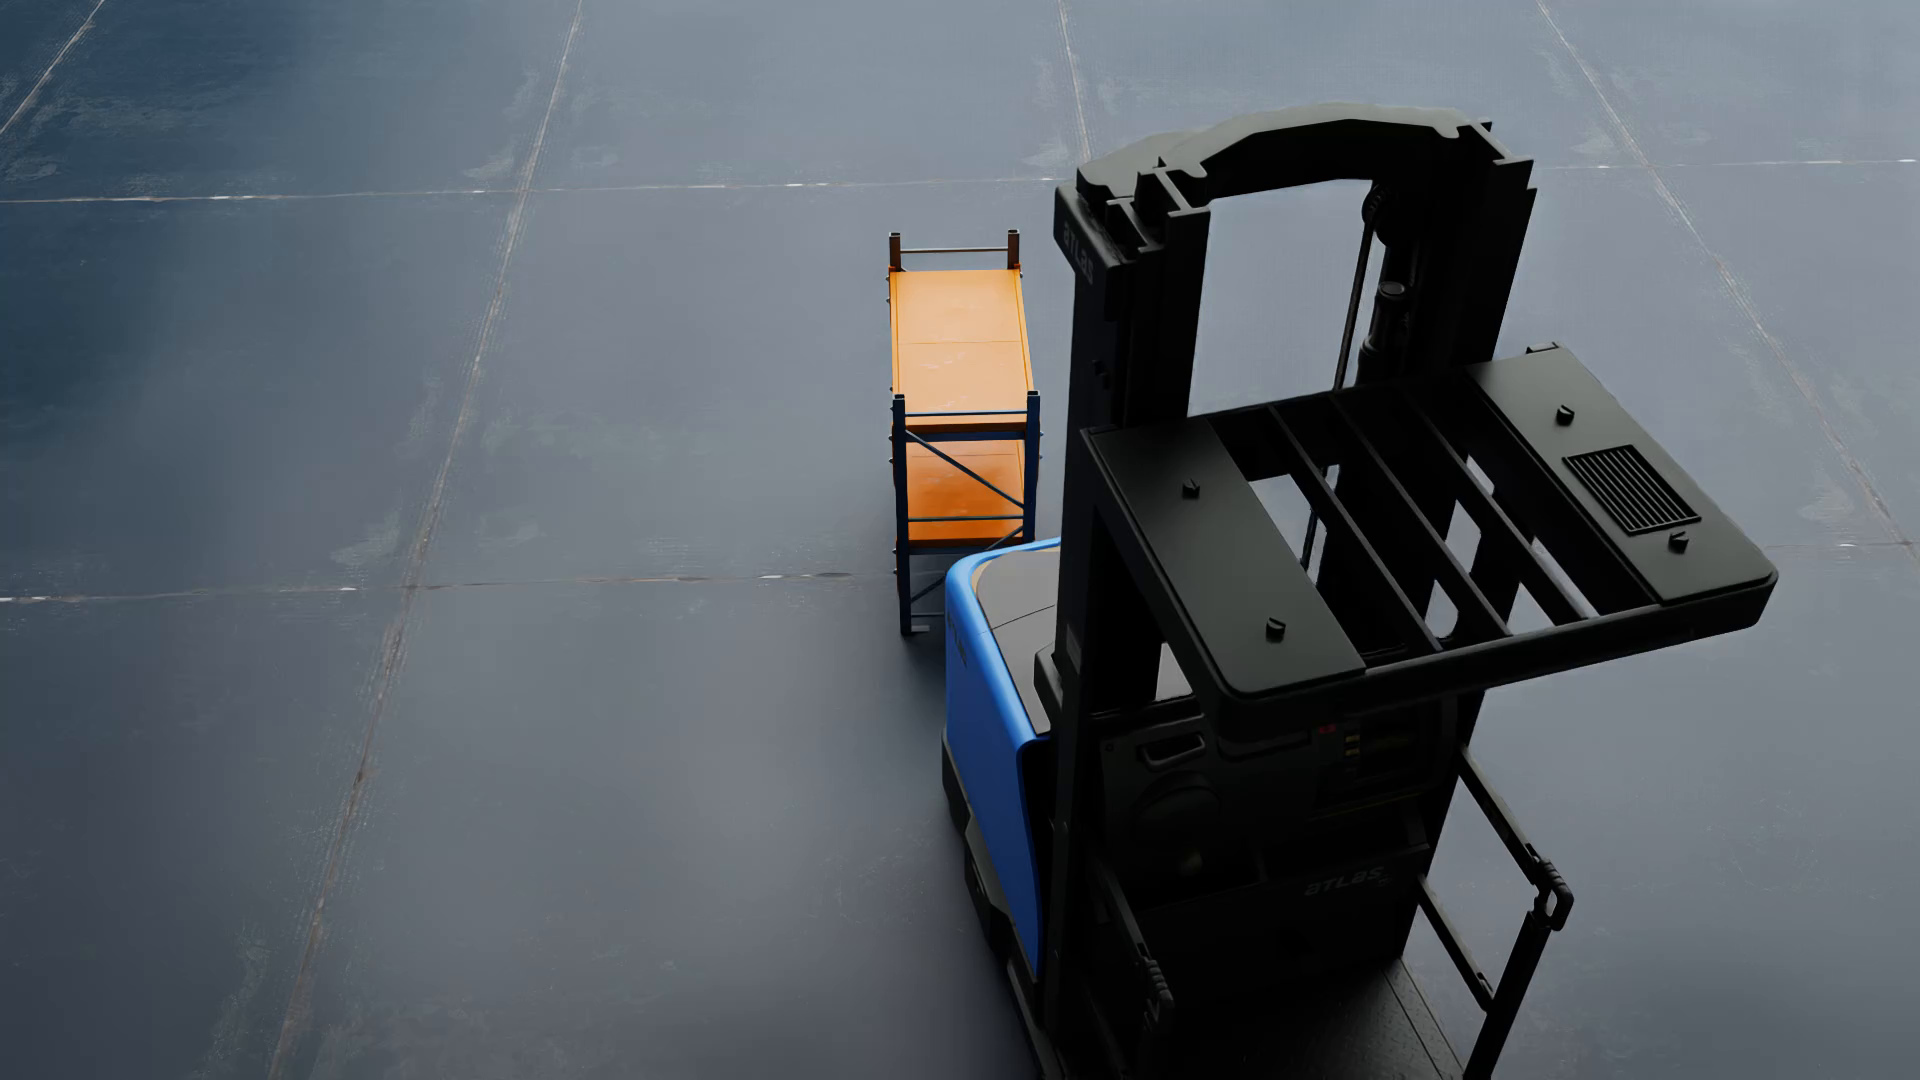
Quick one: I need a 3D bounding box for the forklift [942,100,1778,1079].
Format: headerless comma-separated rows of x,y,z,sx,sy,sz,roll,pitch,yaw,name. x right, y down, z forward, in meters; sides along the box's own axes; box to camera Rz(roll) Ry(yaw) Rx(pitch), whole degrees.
0.842,0.633,3.890,1.130,2.935,3.031,-11,44,-12,forklift

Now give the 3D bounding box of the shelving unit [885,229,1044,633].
0.000,-0.419,6.375,0.538,1.125,1.048,-2,43,-2,shelving unit

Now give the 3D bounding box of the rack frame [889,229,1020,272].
-0.022,-0.762,6.749,0.500,1.125,0.032,-2,43,-2,rack frame

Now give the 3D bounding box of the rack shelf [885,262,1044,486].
0.000,-0.635,6.177,0.538,0.278,1.000,-2,43,-2,rack shelf

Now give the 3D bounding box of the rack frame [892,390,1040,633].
0.021,-0.076,6.000,0.500,1.125,0.032,-2,43,-2,rack frame

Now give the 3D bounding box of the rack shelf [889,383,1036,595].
0.000,-0.239,6.540,0.538,0.278,1.000,-2,43,-2,rack shelf
